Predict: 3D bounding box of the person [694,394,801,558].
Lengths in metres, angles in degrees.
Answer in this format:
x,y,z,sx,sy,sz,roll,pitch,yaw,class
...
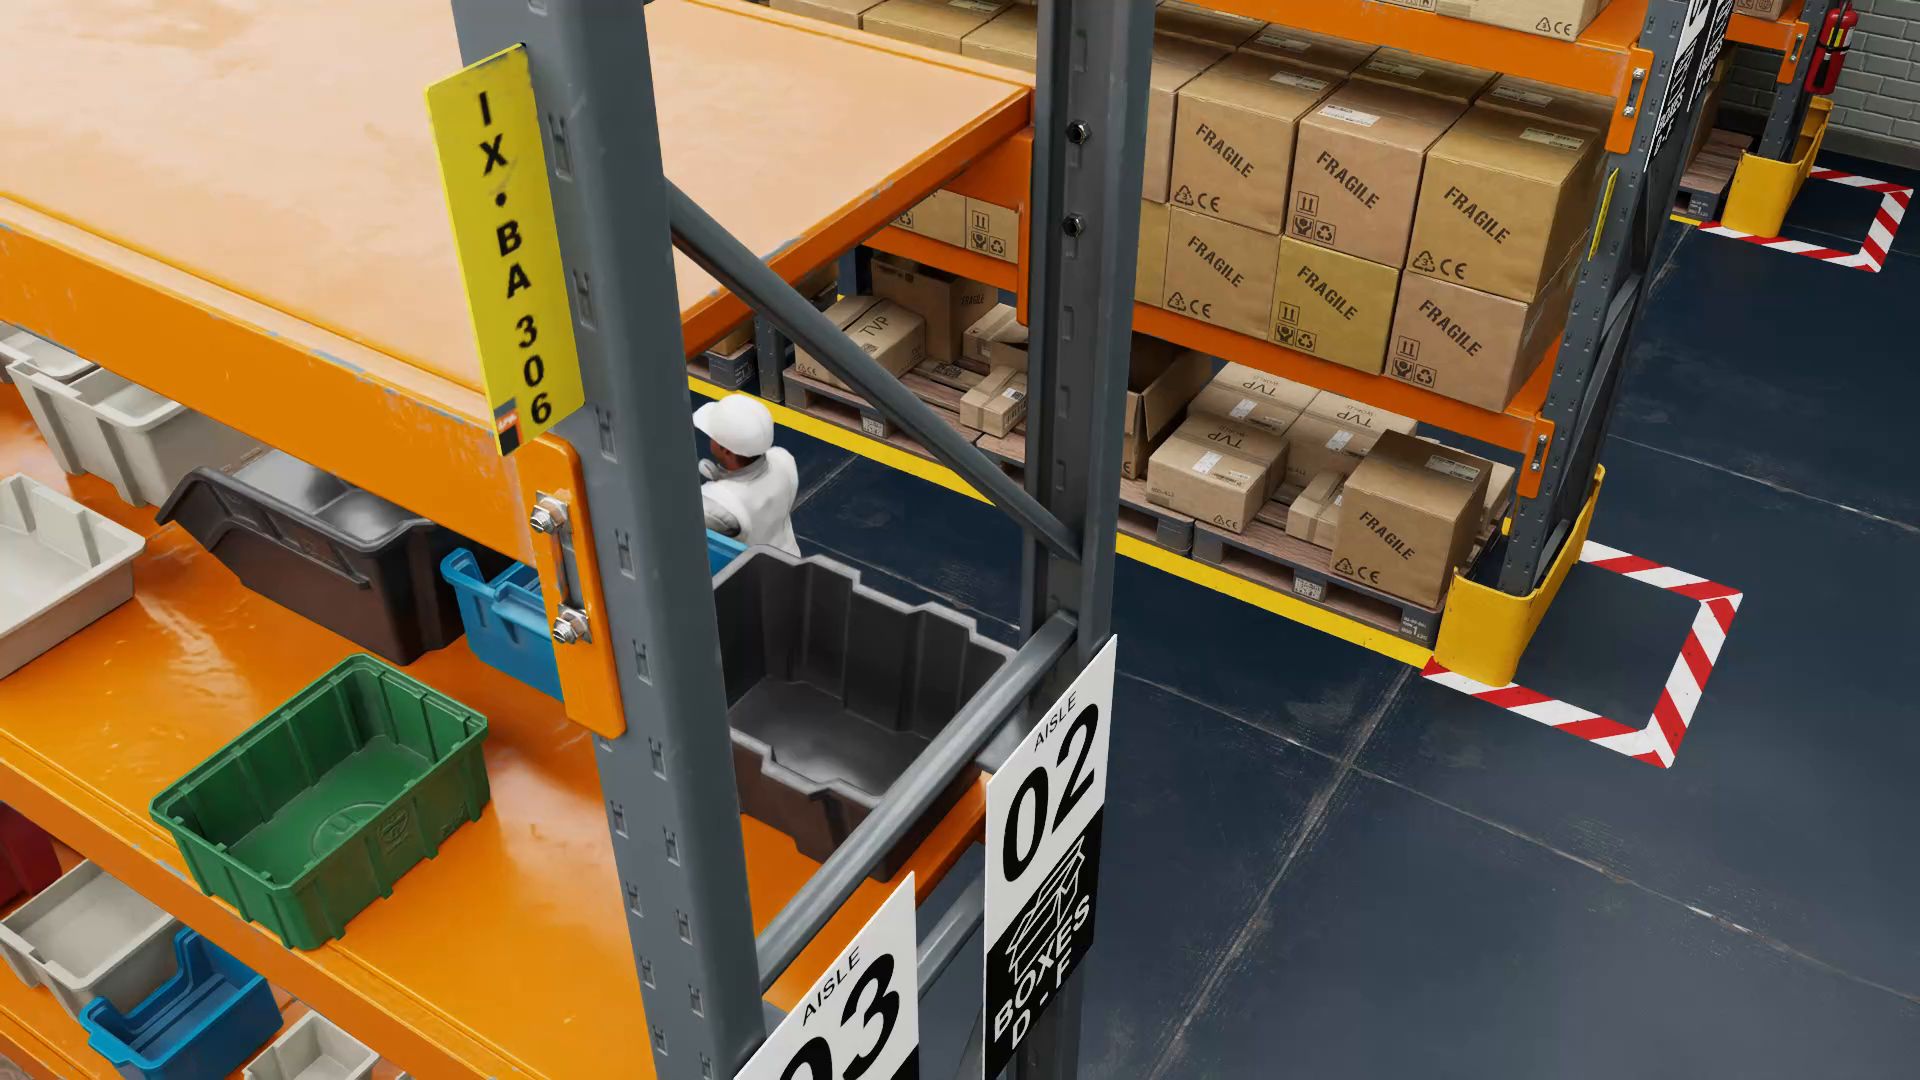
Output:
x,y,z,sx,sy,sz,roll,pitch,yaw,class
-0.908,0.139,6.462,0.551,1.762,0.494,23,43,26,person
